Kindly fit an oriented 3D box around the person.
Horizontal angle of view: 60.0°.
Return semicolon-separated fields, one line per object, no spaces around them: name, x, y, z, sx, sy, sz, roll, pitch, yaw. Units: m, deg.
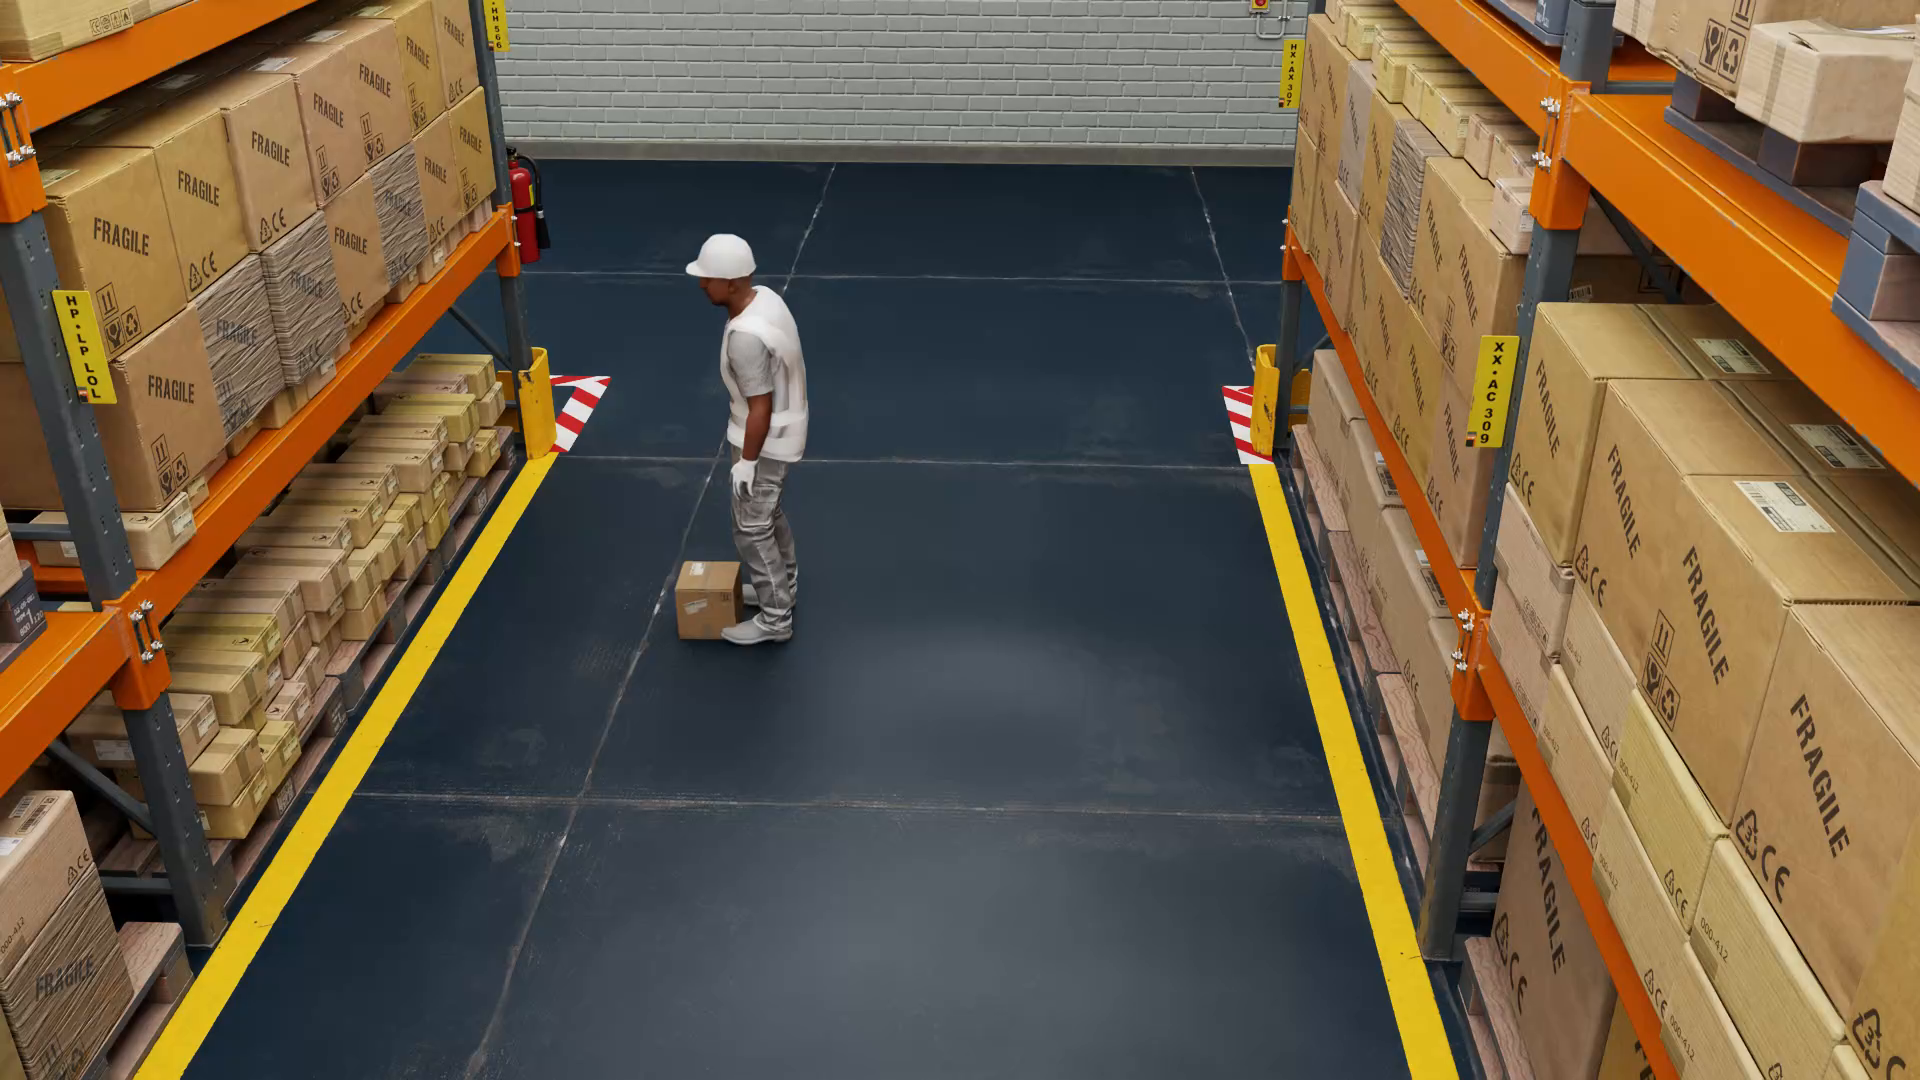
person;-0.850;-0.412;6.895;0.449;1.772;0.608;0;28;0
